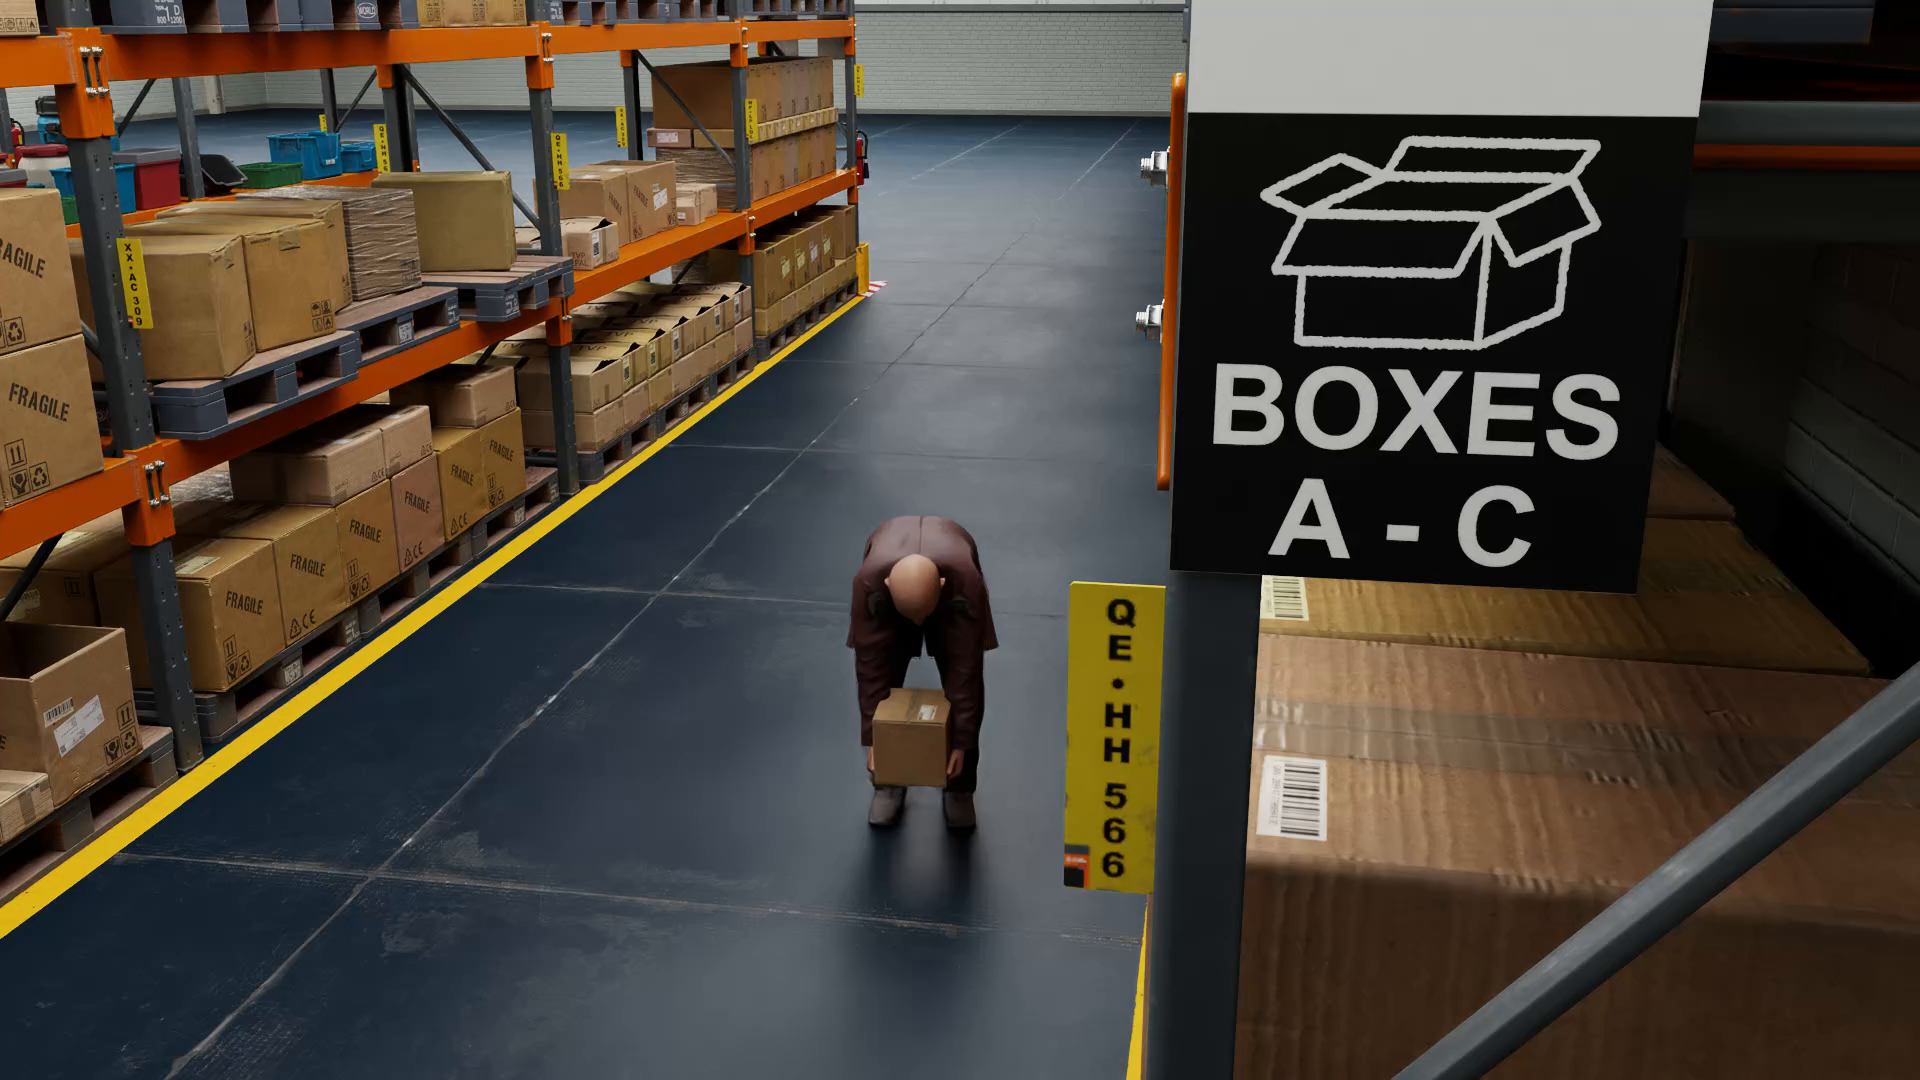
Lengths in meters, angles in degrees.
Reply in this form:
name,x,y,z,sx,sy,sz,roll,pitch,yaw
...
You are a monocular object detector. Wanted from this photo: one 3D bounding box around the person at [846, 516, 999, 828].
name,x,y,z,sx,sy,sz,roll,pitch,yaw
person,-0.147,0.515,5.906,0.563,1.204,0.939,1,18,2
